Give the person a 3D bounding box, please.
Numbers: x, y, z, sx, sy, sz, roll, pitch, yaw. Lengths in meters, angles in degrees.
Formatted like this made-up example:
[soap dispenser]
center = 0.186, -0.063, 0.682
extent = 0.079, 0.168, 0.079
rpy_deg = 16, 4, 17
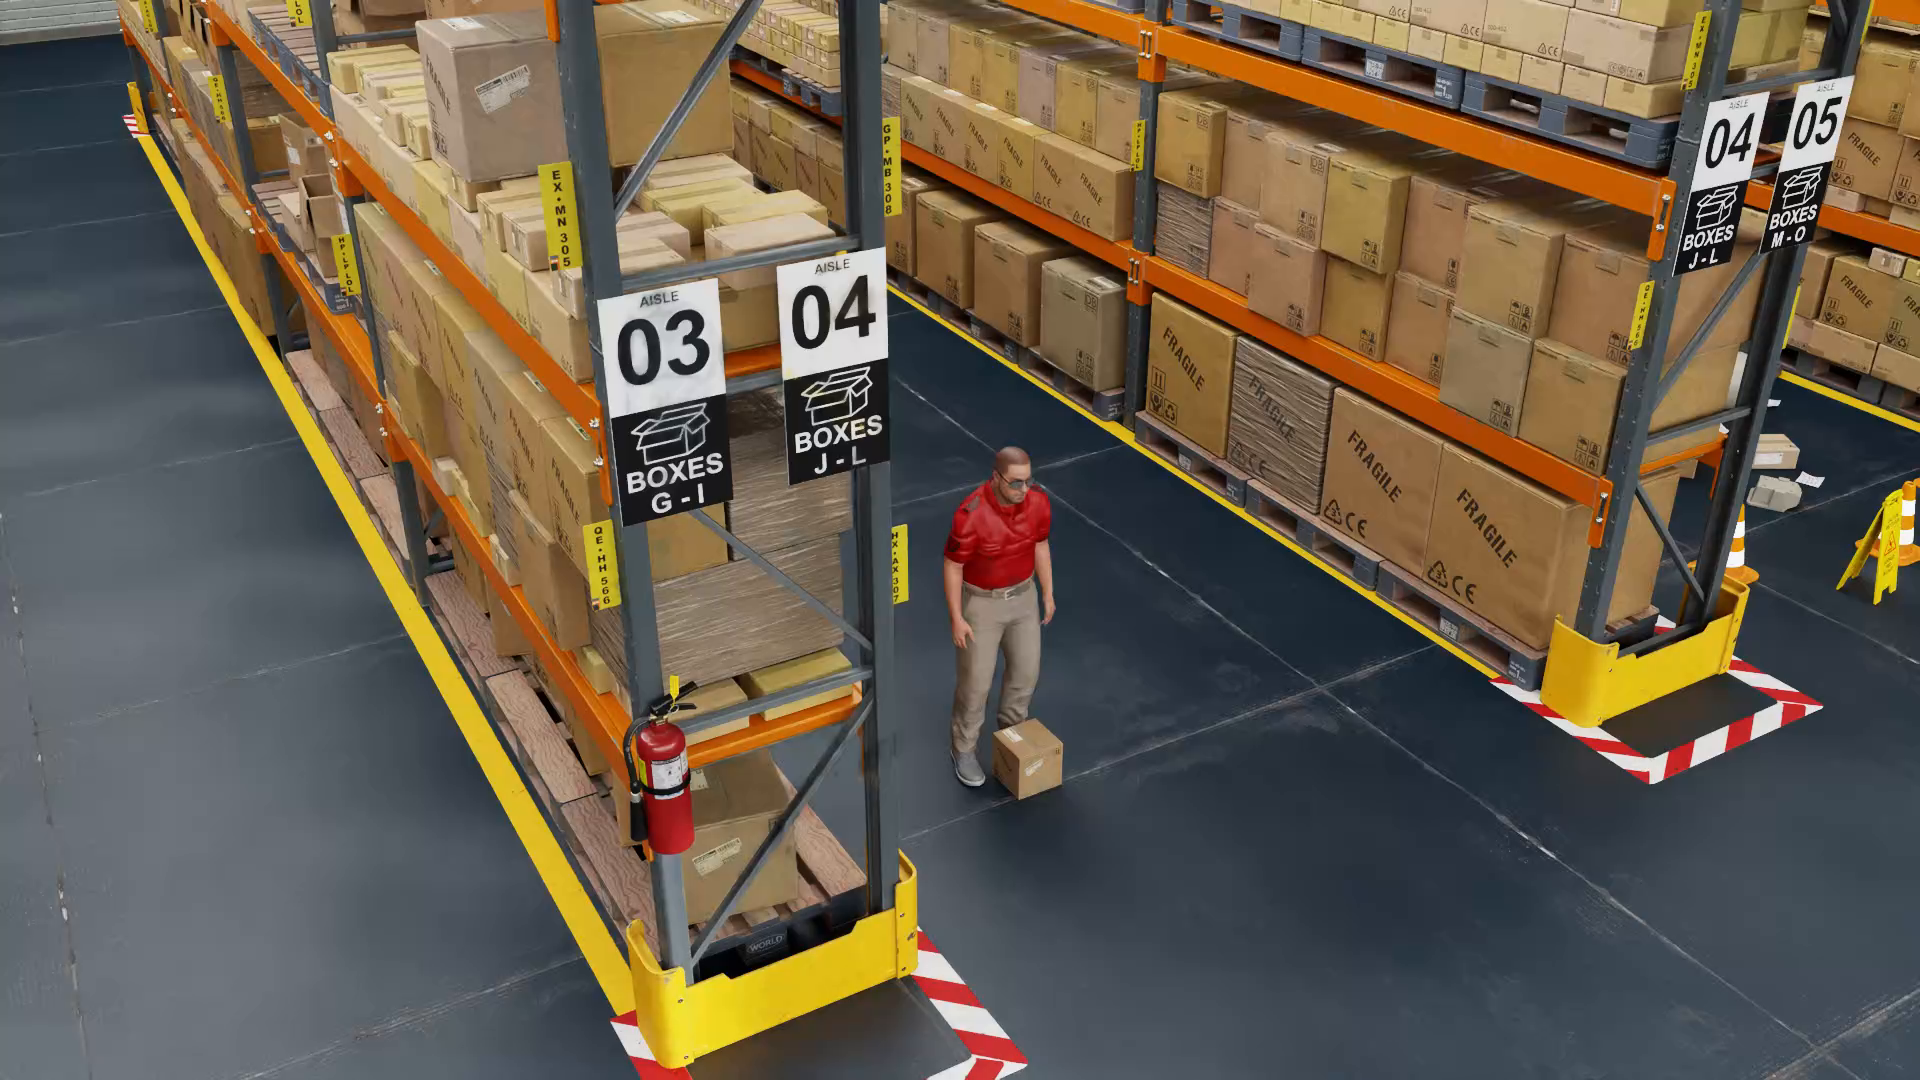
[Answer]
[person]
center = 0.195, 0.323, 7.991
extent = 0.585, 1.727, 0.392
rpy_deg = -16, 32, -26
